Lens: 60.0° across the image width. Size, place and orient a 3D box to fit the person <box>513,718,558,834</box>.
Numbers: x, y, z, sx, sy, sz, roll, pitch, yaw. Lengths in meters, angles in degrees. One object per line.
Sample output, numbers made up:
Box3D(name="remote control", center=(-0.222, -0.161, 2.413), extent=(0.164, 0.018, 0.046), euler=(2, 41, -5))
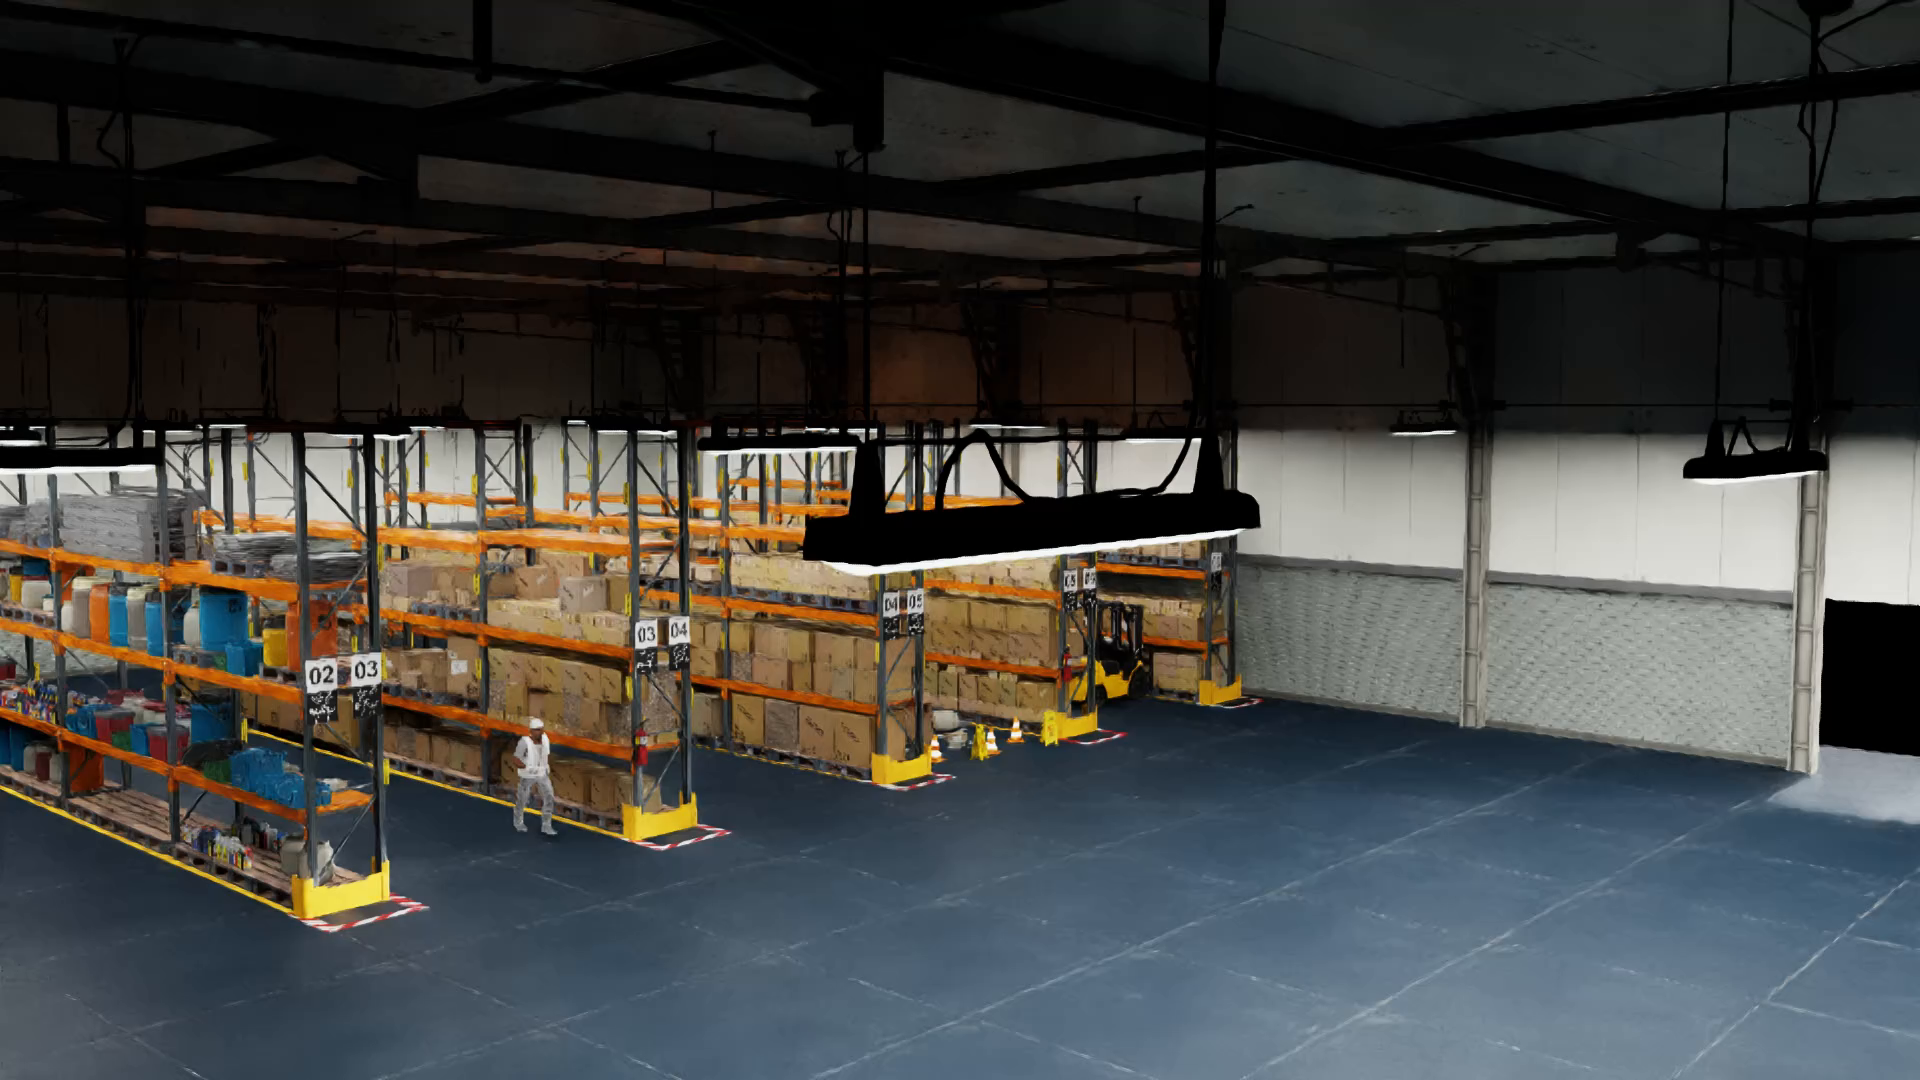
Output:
Box3D(name="person", center=(-6.270, 3.465, 24.527), extent=(0.721, 1.716, 0.843), euler=(-4, 6, -42))
